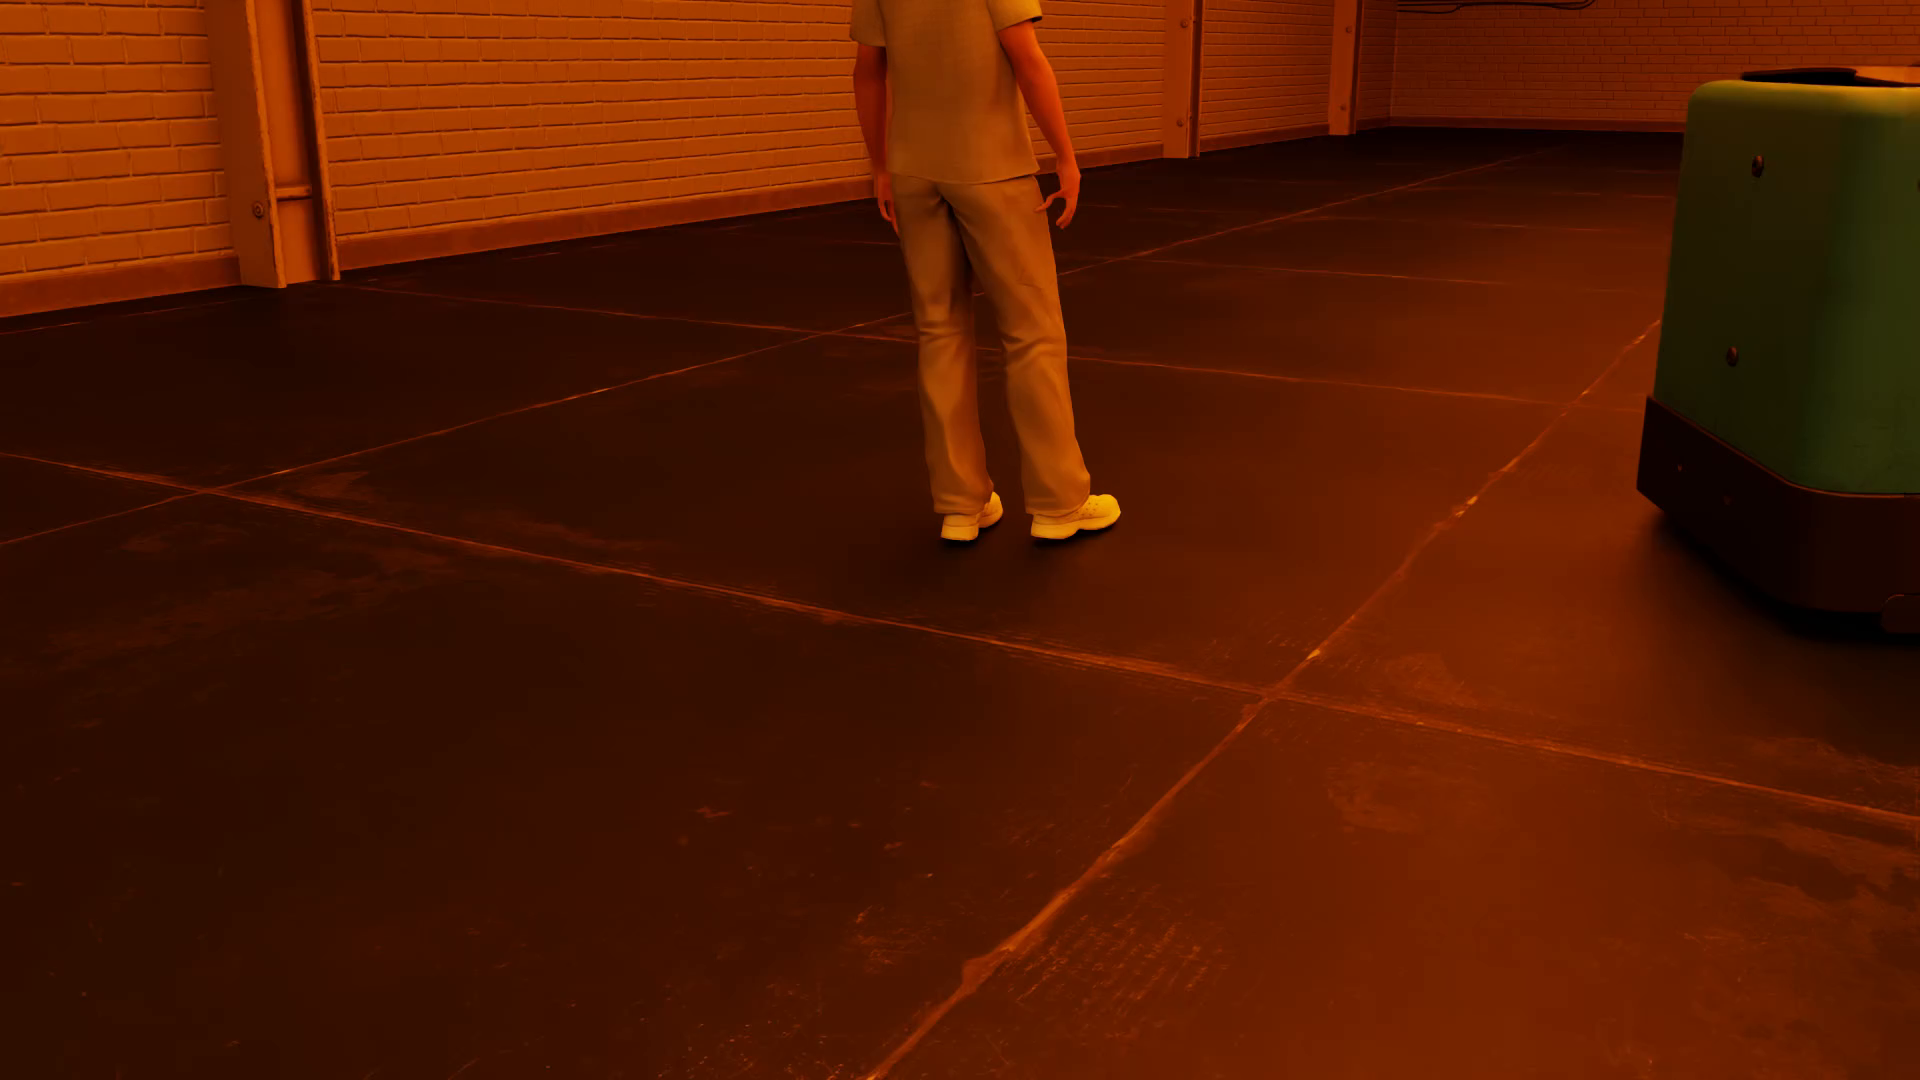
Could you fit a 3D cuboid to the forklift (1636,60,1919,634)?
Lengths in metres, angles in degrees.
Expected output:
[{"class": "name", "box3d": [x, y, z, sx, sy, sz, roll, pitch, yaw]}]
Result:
[{"class": "forklift", "box3d": [3.194, -1.311, 3.303, 3.031, 2.935, 1.130, 1, 16, 4]}]

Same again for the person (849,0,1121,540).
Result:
[{"class": "person", "box3d": [0.049, -0.827, 3.857, 0.549, 1.673, 0.548, 9, 19, 28]}]
